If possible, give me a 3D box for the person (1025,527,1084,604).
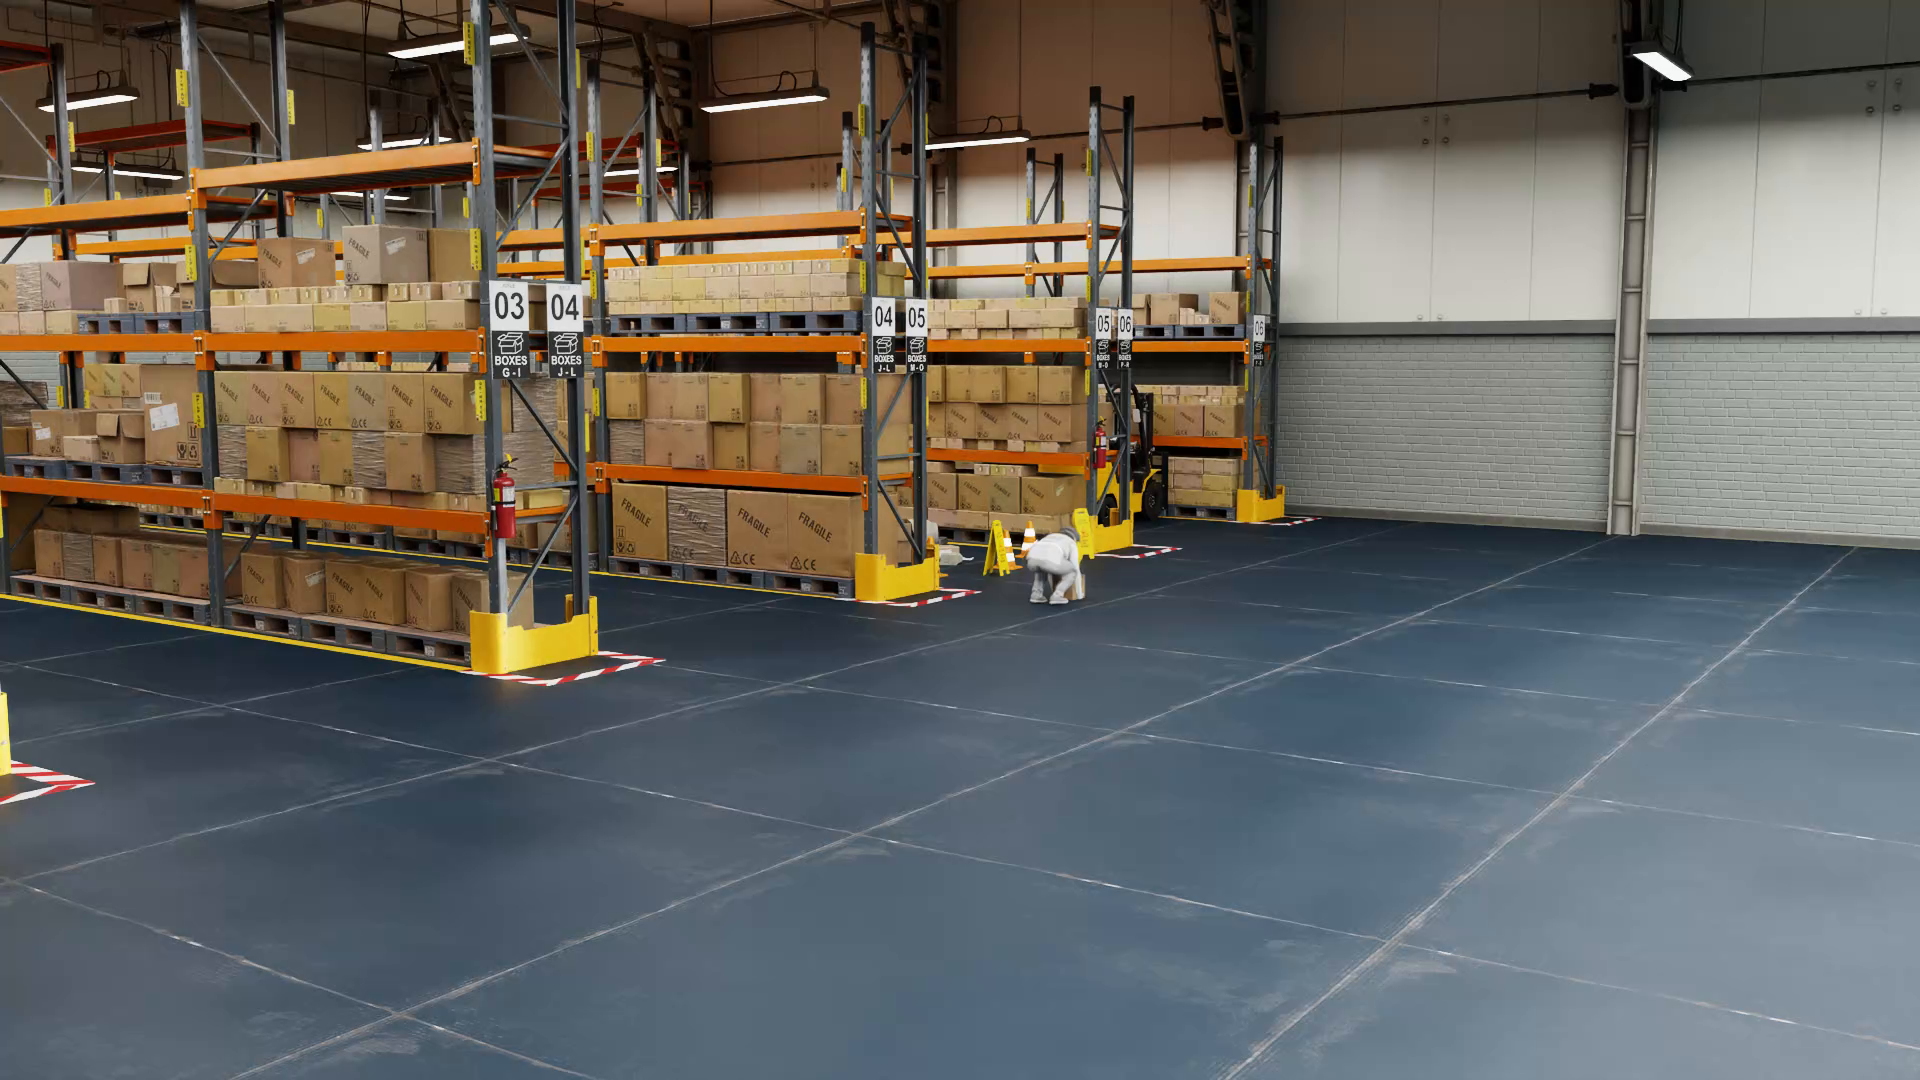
[{"bbox_3d":[1.022,0.279,17.619,0.458,0.788,0.907,4,8,32],"label":"person"}]
